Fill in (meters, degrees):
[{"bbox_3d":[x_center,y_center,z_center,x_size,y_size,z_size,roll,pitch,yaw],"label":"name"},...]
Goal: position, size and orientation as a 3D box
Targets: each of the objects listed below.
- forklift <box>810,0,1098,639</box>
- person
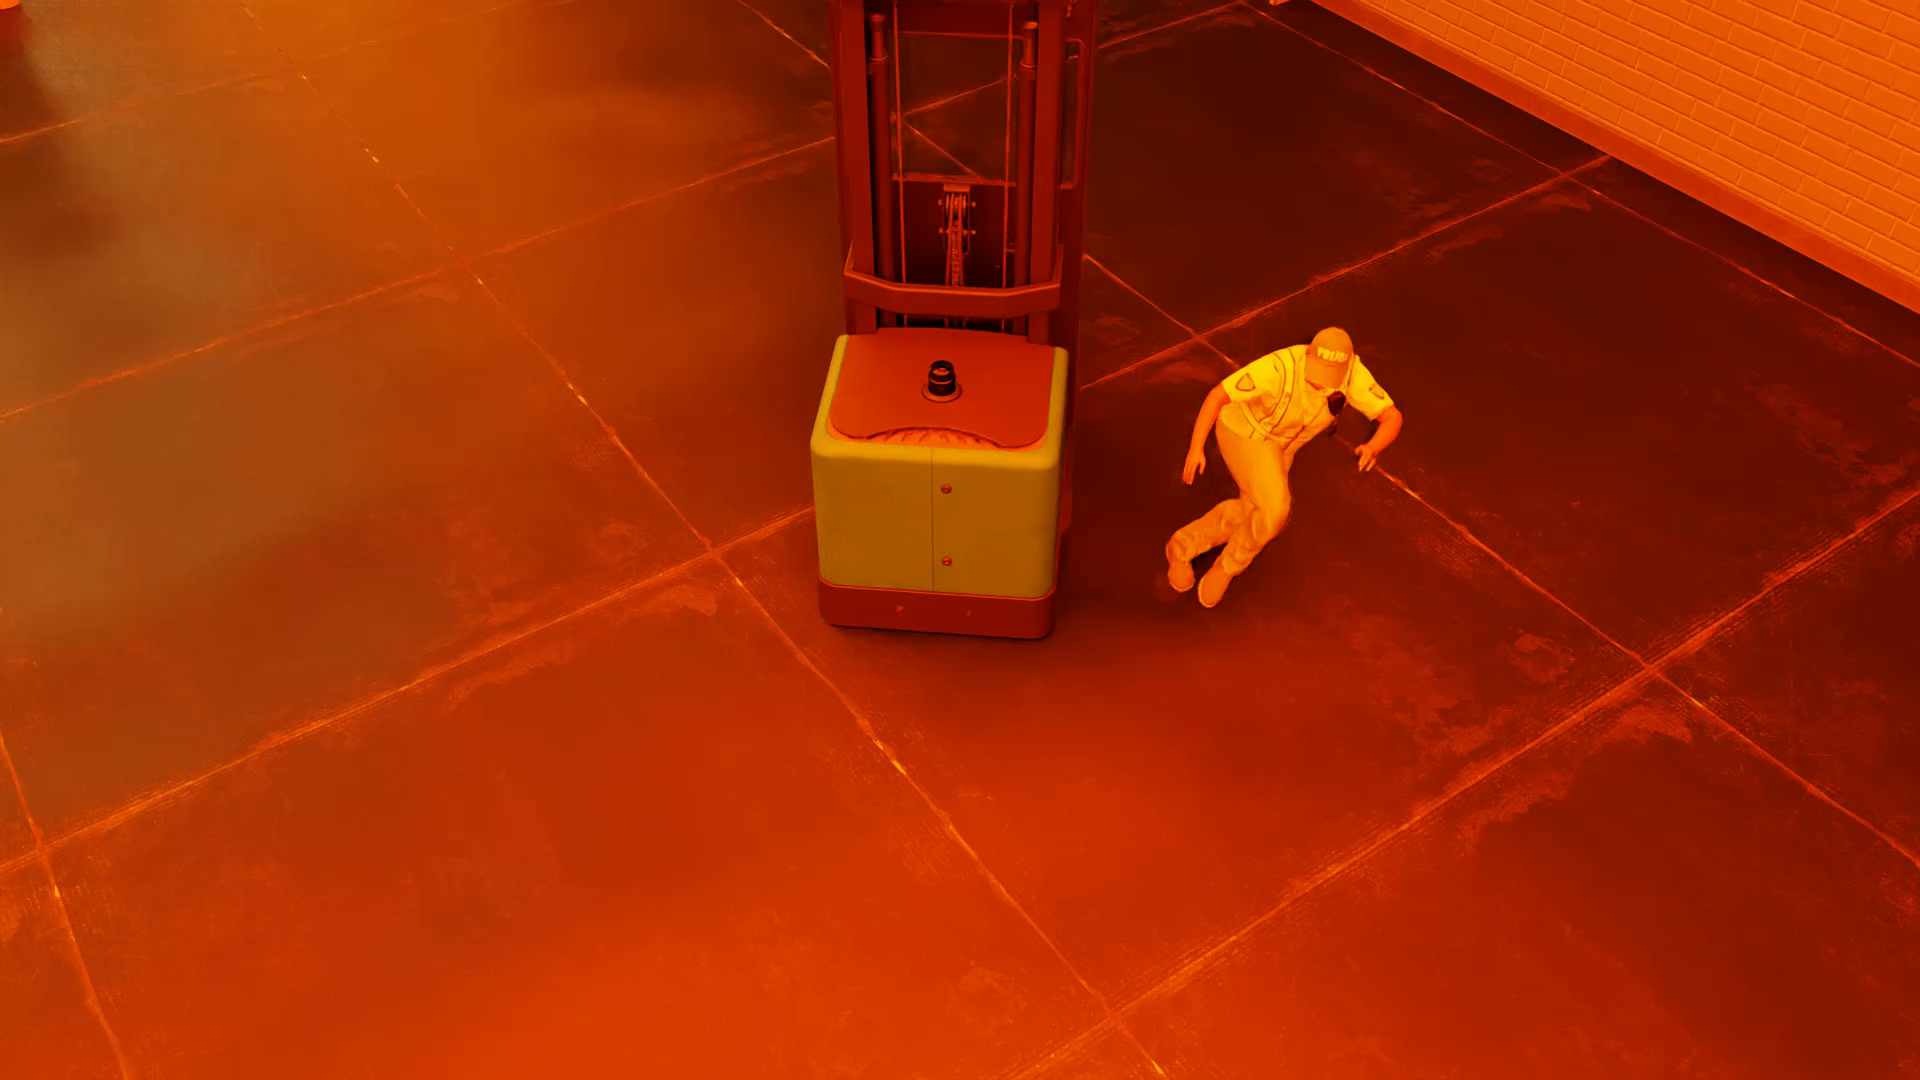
[{"bbox_3d":[0.035,-1.639,7.494,1.130,2.935,3.031,4,43,4],"label":"forklift"},{"bbox_3d":[1.358,-0.321,7.189,0.913,1.443,0.867,-16,45,-17],"label":"person"}]
